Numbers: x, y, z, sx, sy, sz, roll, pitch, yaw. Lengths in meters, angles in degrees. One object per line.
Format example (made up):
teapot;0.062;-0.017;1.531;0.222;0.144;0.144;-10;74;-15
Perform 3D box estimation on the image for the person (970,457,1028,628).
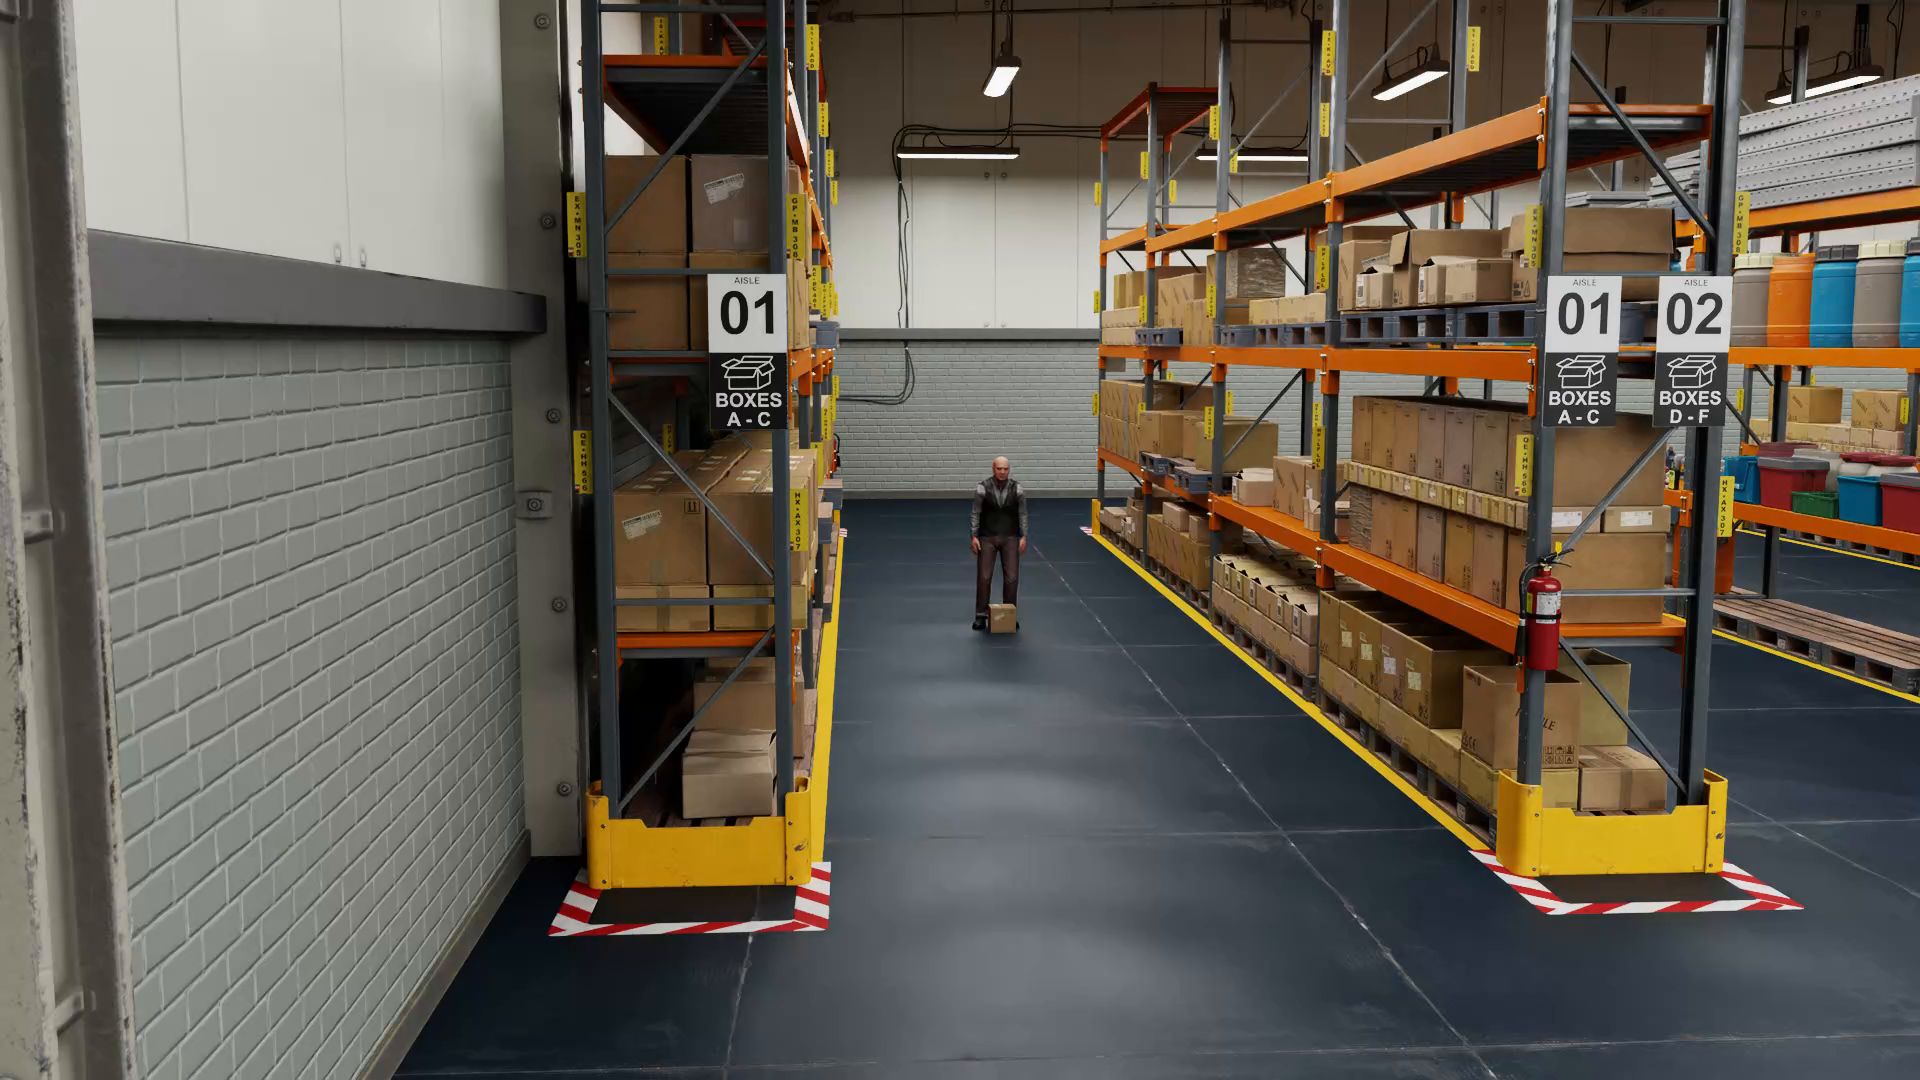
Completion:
person;0.390;0.015;16.716;0.582;1.721;0.412;-1;7;-4
